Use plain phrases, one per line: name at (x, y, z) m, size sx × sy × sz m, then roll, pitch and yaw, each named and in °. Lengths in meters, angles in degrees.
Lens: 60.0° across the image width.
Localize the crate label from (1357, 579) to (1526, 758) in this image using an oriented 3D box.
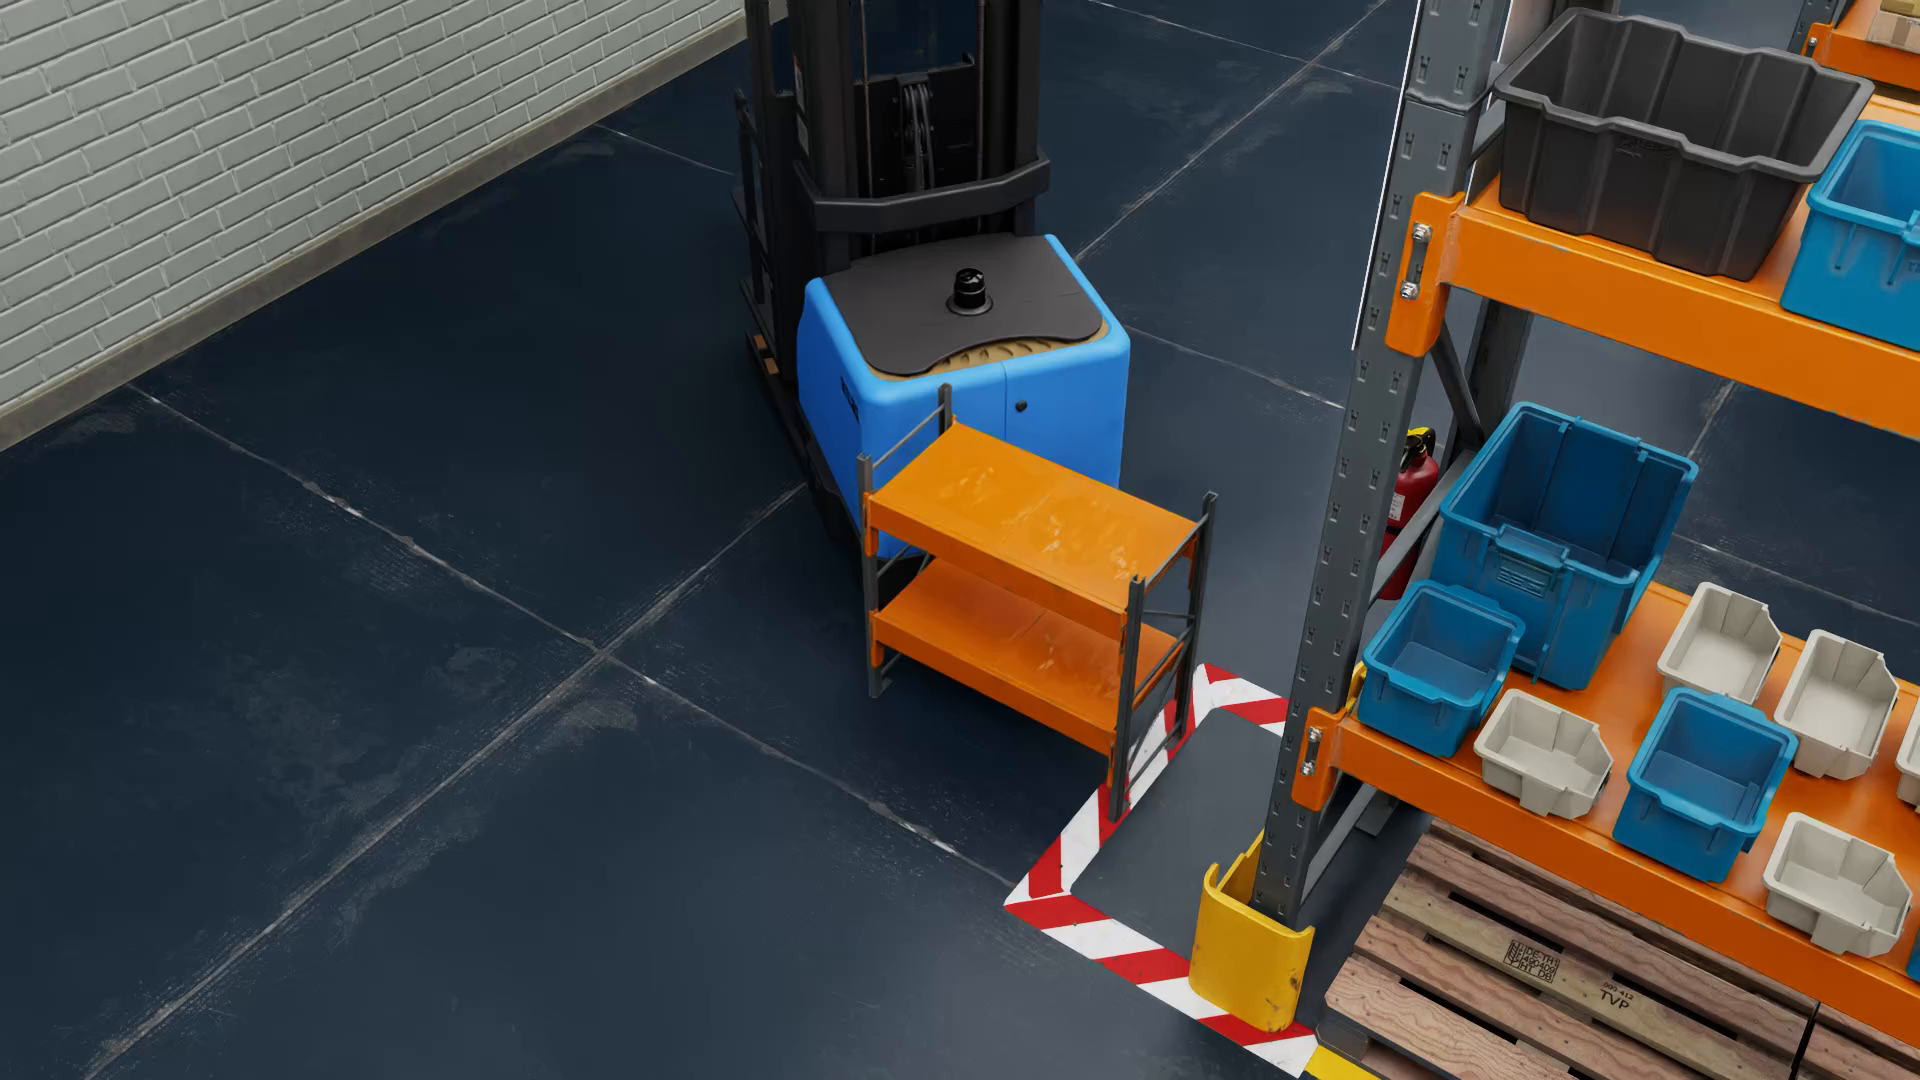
crate label at (1.206, 0.335, 4.206) m, size 0.303 × 0.233 × 0.416 m, roll 25°, pitch 48°, yaw 25°

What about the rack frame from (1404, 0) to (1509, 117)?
rack frame at (1.193, -2.215, 2.477) m, size 0.127 × 3.000 × 1.000 m, roll 25°, pitch 48°, yaw 25°

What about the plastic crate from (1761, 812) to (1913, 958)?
plastic crate at (1.976, 0.799, 3.760) m, size 0.298 × 0.136 × 0.250 m, roll 25°, pitch 48°, yaw 25°

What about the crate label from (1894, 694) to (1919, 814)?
crate label at (2.435, 0.522, 4.069) m, size 0.243 × 0.136 × 0.396 m, roll 25°, pitch 48°, yaw 25°

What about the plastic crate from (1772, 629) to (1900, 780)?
plastic crate at (2.193, 0.429, 4.174) m, size 0.243 × 0.136 × 0.396 m, roll 25°, pitch 48°, yaw 25°

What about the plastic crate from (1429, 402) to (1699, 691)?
plastic crate at (1.574, 0.012, 4.416) m, size 0.499 × 0.435 × 0.616 m, roll 25°, pitch 48°, yaw 25°

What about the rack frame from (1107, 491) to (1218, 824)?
rack frame at (0.657, 0.407, 5.451) m, size 0.032 × 1.125 × 0.500 m, roll 25°, pitch 47°, yaw 25°

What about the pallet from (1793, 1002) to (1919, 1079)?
pallet at (2.840, 1.865, 4.508) m, size 1.213 × 0.211 × 1.003 m, roll 25°, pitch 48°, yaw 25°

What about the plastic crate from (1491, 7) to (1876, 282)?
plastic crate at (1.348, -0.749, 3.186) m, size 0.590 × 0.269 × 0.497 m, roll 25°, pitch 48°, yaw 25°

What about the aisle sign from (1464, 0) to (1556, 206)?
aisle sign at (1.302, -1.135, 3.820) m, size 0.004 × 0.787 × 0.394 m, roll 25°, pitch 48°, yaw 25°

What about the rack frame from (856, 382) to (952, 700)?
rack frame at (-0.180, 0.023, 5.881) m, size 0.032 × 1.125 × 0.500 m, roll 25°, pitch 47°, yaw 25°

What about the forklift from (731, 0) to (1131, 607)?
forklift at (-0.335, -1.830, 6.597) m, size 1.130 × 2.935 × 3.031 m, roll -13°, pitch 43°, yaw -14°

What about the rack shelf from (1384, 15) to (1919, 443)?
rack shelf at (2.830, -0.063, 2.861) m, size 4.000 × 0.370 × 1.077 m, roll 25°, pitch 48°, yaw 25°

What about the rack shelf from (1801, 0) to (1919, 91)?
rack shelf at (5.674, -1.649, 6.883) m, size 4.000 × 0.370 × 1.077 m, roll 25°, pitch 48°, yaw 25°

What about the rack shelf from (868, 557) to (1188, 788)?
rack shelf at (0.238, 0.397, 5.829) m, size 1.000 × 0.278 × 0.538 m, roll 25°, pitch 47°, yaw 25°

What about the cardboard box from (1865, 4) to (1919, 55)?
cardboard box at (4.138, -2.273, 7.230) m, size 0.250 × 0.149 × 0.380 m, roll 26°, pitch 48°, yaw 26°

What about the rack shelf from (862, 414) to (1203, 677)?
rack shelf at (0.238, -0.003, 5.471) m, size 1.000 × 0.278 × 0.538 m, roll 25°, pitch 47°, yaw 25°

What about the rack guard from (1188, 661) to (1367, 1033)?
rack guard at (1.166, 0.950, 5.313) m, size 0.348 × 0.500 × 1.175 m, roll 25°, pitch 48°, yaw 25°

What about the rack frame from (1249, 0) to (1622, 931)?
rack frame at (1.193, 0.021, 4.477) m, size 0.127 × 3.000 × 1.000 m, roll 25°, pitch 48°, yaw 25°

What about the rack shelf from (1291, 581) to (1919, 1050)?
rack shelf at (2.830, 1.055, 3.861) m, size 4.000 × 0.370 × 1.077 m, roll 25°, pitch 48°, yaw 25°

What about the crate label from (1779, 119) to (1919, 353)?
crate label at (1.763, -0.512, 2.934) m, size 0.502 × 0.251 × 0.408 m, roll 25°, pitch 48°, yaw 25°

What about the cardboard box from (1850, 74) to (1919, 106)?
cardboard box at (4.607, -1.846, 7.842) m, size 0.875 × 0.875 × 0.875 m, roll 25°, pitch 48°, yaw 25°

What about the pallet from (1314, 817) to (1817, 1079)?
pallet at (1.846, 1.397, 5.030) m, size 1.213 × 0.211 × 1.003 m, roll 25°, pitch 48°, yaw 25°

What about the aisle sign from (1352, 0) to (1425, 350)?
aisle sign at (0.963, -0.813, 3.460) m, size 0.004 × 0.787 × 0.394 m, roll 25°, pitch 48°, yaw 25°

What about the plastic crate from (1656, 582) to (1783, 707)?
plastic crate at (1.964, 0.310, 4.306) m, size 0.243 × 0.136 × 0.396 m, roll 25°, pitch 48°, yaw 25°

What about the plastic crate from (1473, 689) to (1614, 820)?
plastic crate at (1.421, 0.539, 4.051) m, size 0.298 × 0.136 × 0.250 m, roll 25°, pitch 48°, yaw 25°

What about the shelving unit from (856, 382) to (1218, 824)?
shelving unit at (0.238, 0.215, 5.666) m, size 1.048 × 1.125 × 0.538 m, roll 25°, pitch 47°, yaw 25°

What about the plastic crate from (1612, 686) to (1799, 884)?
plastic crate at (1.745, 0.587, 3.925) m, size 0.300 × 0.233 × 0.416 m, roll 25°, pitch 48°, yaw 25°

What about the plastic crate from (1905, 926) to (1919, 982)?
plastic crate at (2.284, 0.839, 3.643) m, size 0.300 × 0.233 × 0.416 m, roll 25°, pitch 48°, yaw 25°

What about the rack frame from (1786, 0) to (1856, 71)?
rack frame at (4.037, -2.683, 7.499) m, size 0.127 × 3.000 × 1.000 m, roll 25°, pitch 48°, yaw 25°

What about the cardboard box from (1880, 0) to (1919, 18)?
cardboard box at (4.275, -2.407, 7.080) m, size 0.500 × 0.250 × 0.500 m, roll 24°, pitch 47°, yaw 24°

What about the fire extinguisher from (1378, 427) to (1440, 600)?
fire extinguisher at (1.330, -0.117, 4.969) m, size 0.183 × 0.674 × 0.296 m, roll 25°, pitch 48°, yaw 25°
